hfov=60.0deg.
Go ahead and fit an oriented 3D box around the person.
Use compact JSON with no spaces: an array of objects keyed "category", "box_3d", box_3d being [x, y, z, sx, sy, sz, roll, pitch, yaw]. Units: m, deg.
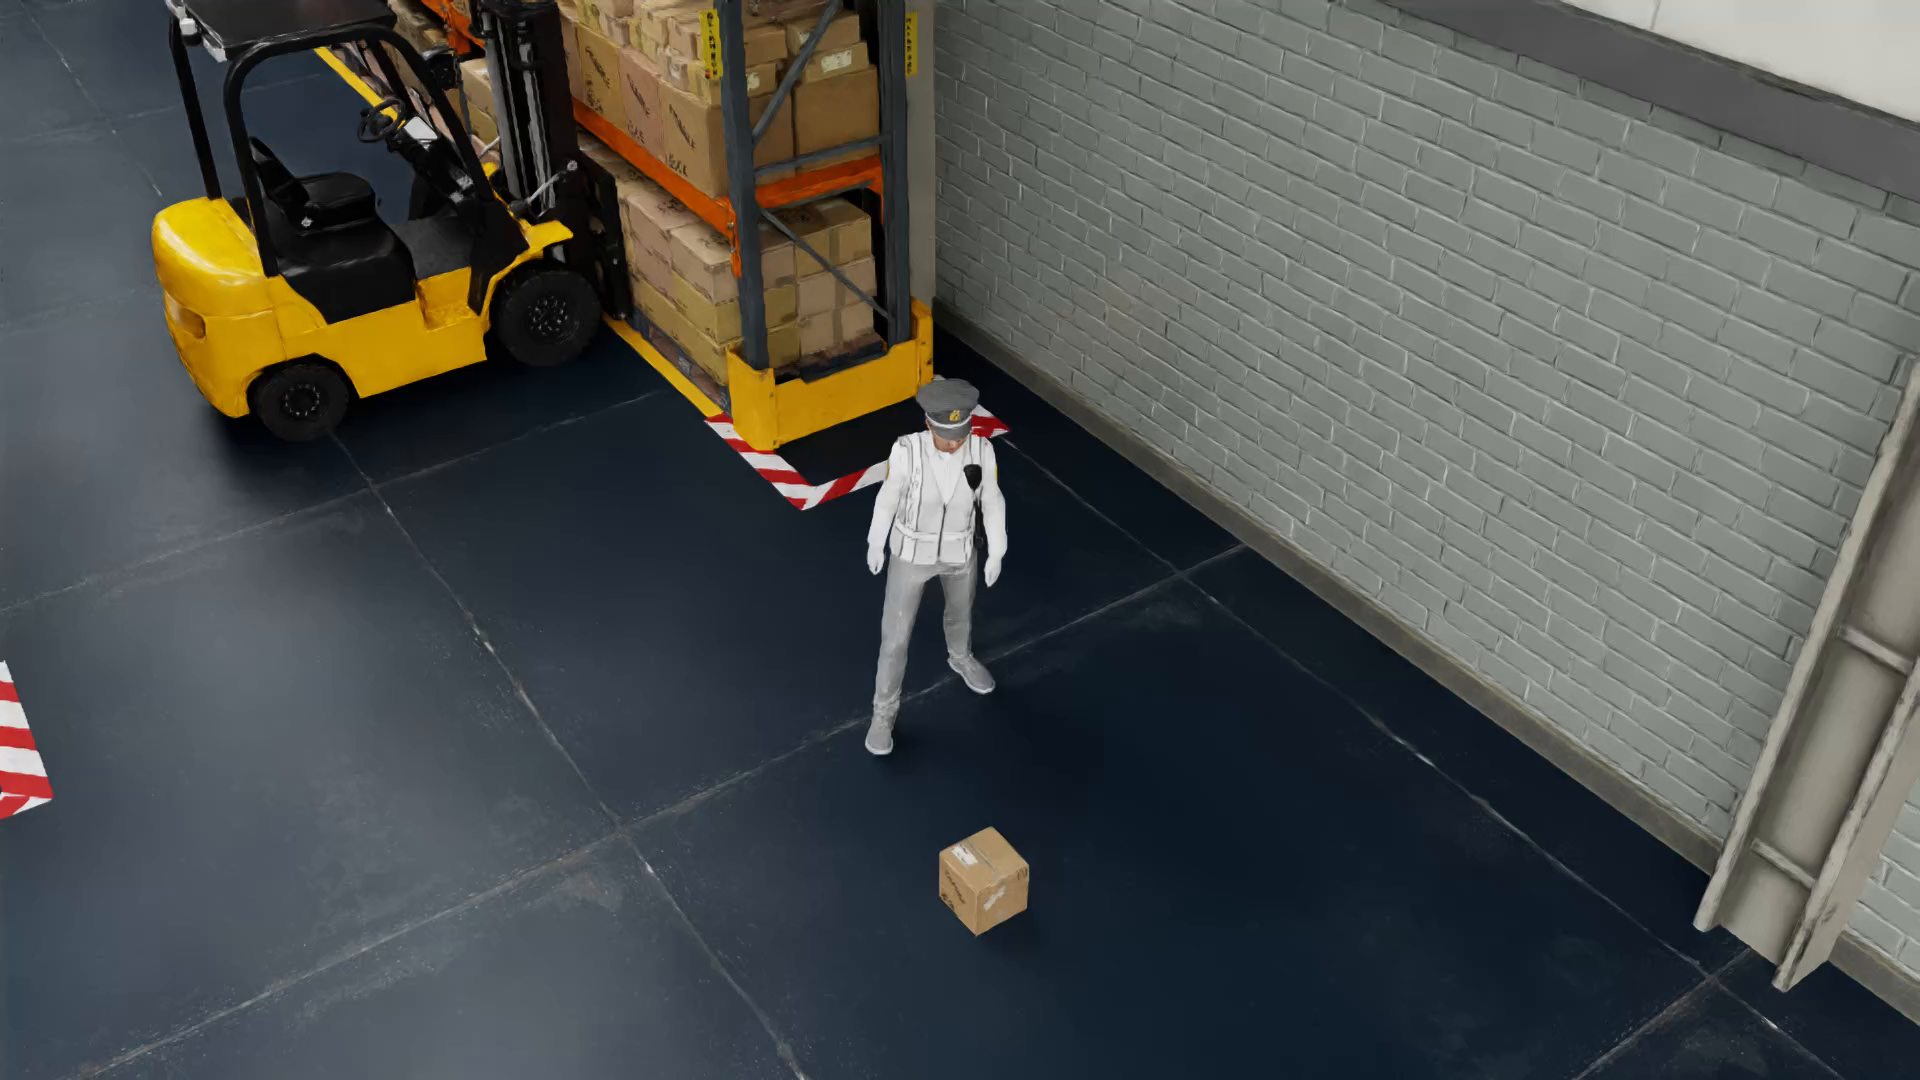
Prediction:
[{"category":"person","box_3d":[-0.123,0.082,6.863,0.649,1.649,0.622,-6,37,-8]}]
